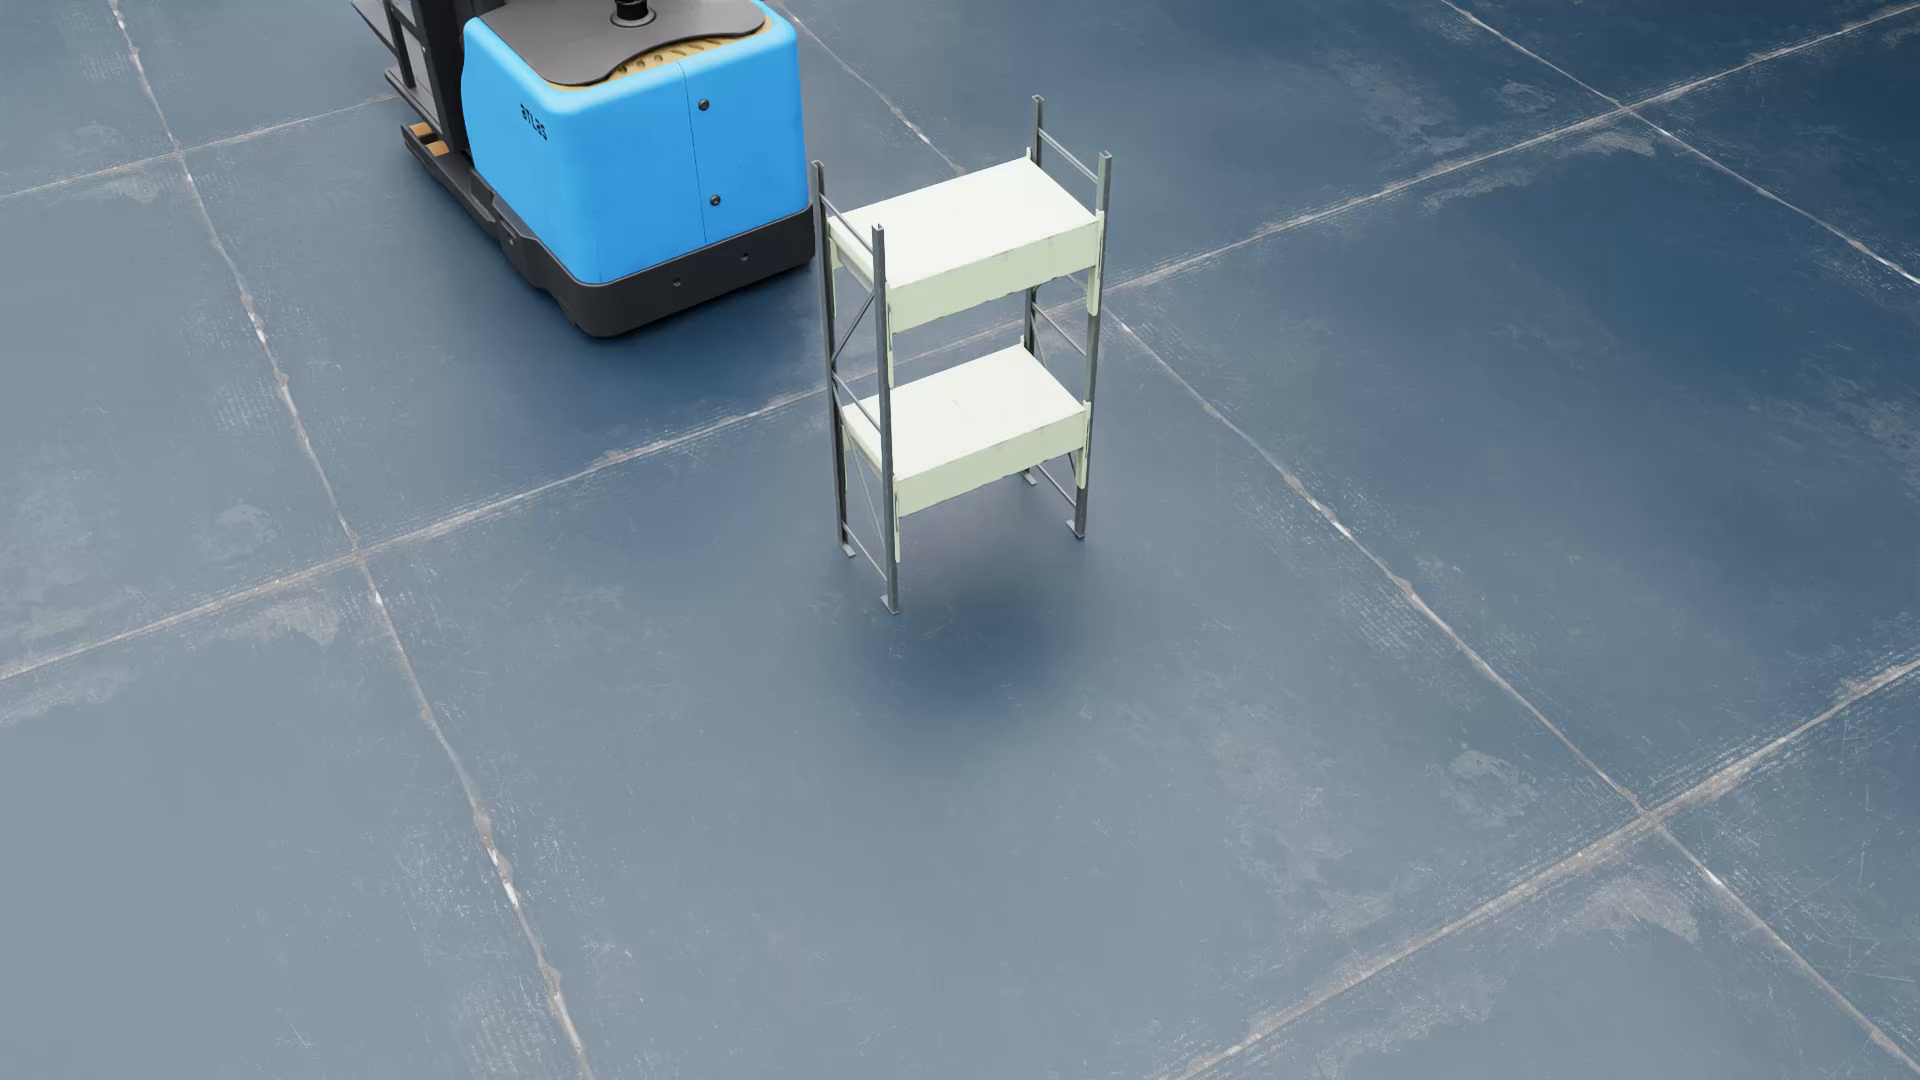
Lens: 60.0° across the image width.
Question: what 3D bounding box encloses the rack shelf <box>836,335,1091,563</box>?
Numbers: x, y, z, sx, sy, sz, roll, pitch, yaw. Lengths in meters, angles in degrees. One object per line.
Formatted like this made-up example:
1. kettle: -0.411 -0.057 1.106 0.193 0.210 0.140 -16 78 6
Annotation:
1. rack shelf: 0.006 -0.307 5.457 0.720 0.370 0.431 -22 48 -21

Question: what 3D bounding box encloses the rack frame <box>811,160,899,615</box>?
1. rack frame: -0.312 -0.414 5.099 0.023 1.500 0.400 -22 48 -21

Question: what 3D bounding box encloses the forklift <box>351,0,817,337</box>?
1. forklift: -1.851 -2.831 6.563 1.130 2.935 3.031 -26 50 -24

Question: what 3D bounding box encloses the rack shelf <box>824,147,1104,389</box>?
1. rack shelf: 0.006 -0.821 4.958 0.720 0.370 0.431 -22 48 -21

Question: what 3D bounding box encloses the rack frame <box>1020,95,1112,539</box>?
1. rack frame: 0.323 -0.668 5.361 0.023 1.500 0.400 -22 48 -21

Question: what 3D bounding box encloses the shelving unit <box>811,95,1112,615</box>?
1. shelving unit: 0.006 -0.541 5.230 0.755 1.500 0.431 -22 48 -21
